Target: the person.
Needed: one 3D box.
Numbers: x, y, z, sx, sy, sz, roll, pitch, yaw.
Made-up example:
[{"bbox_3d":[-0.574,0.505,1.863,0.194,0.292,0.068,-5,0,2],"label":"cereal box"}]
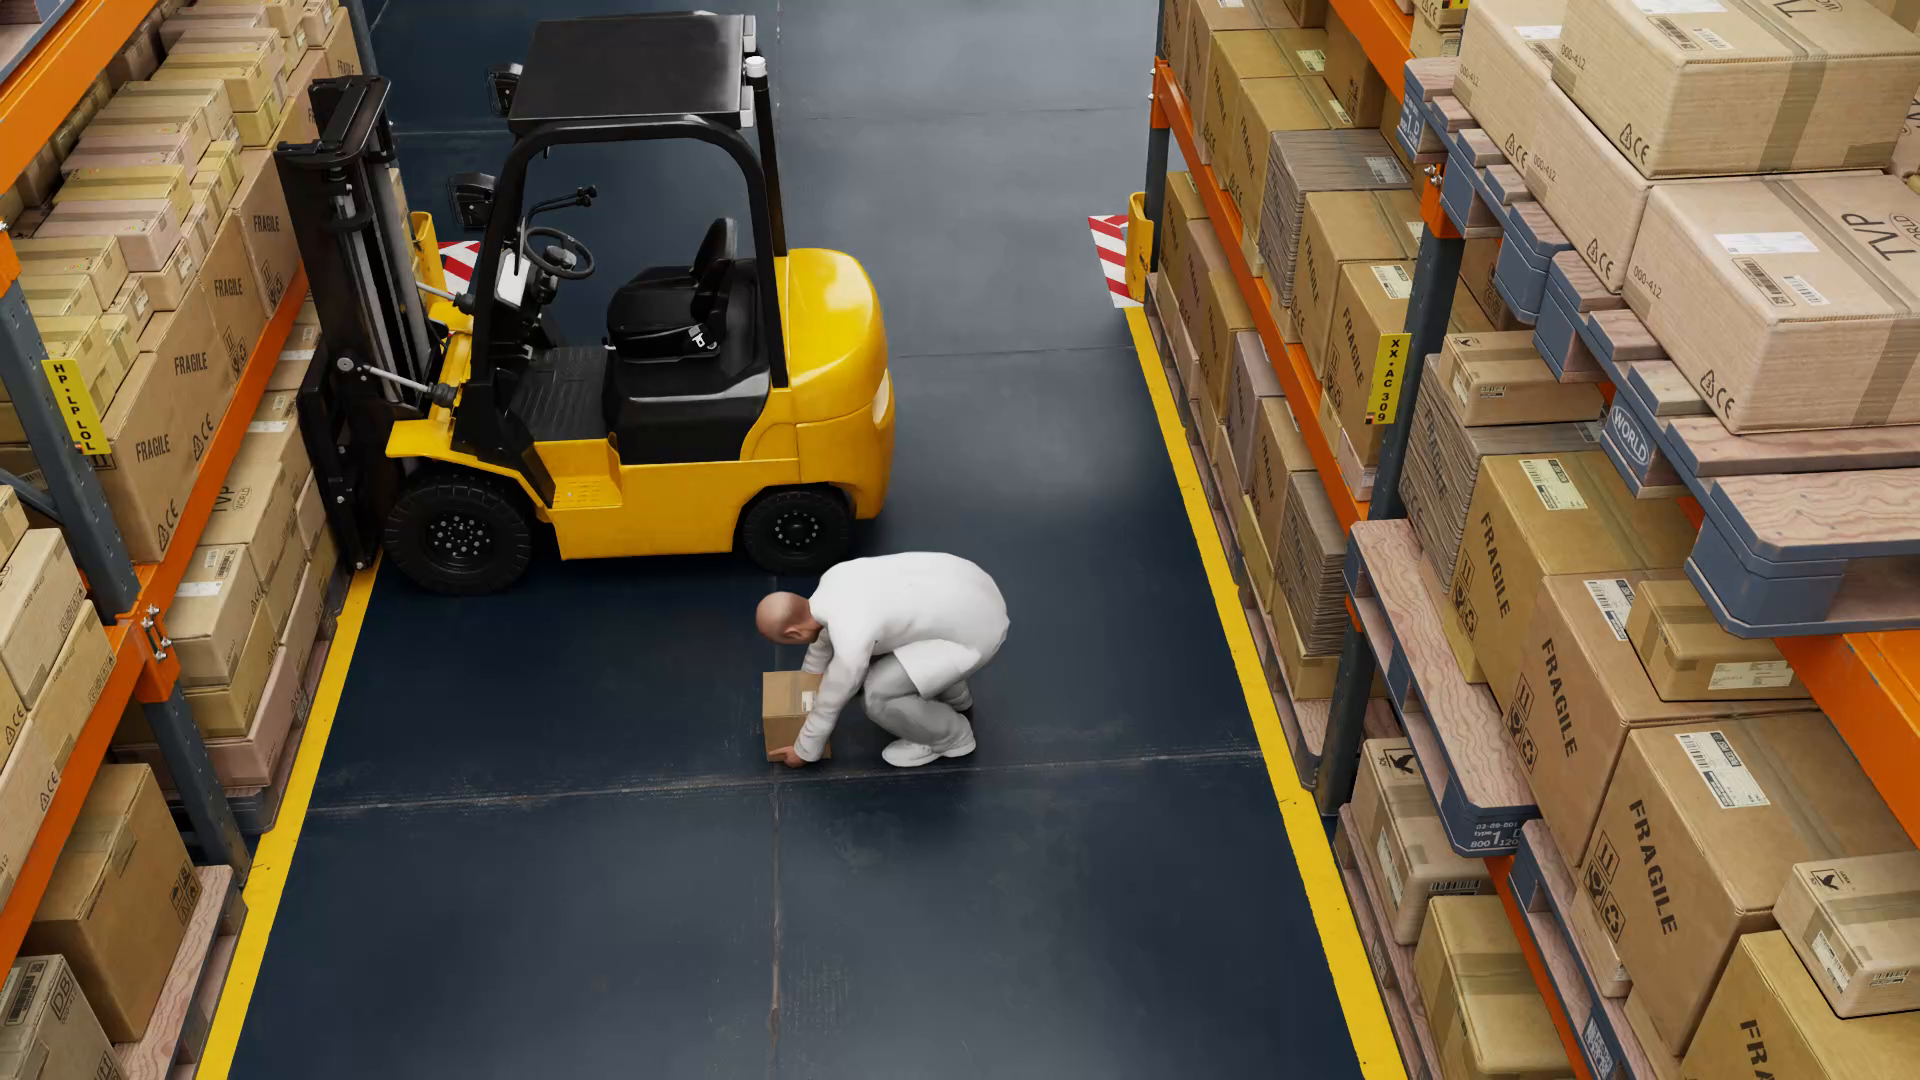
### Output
[{"bbox_3d":[-0.287,0.453,6.385,0.949,0.836,0.582,-4,39,-5],"label":"person"}]
